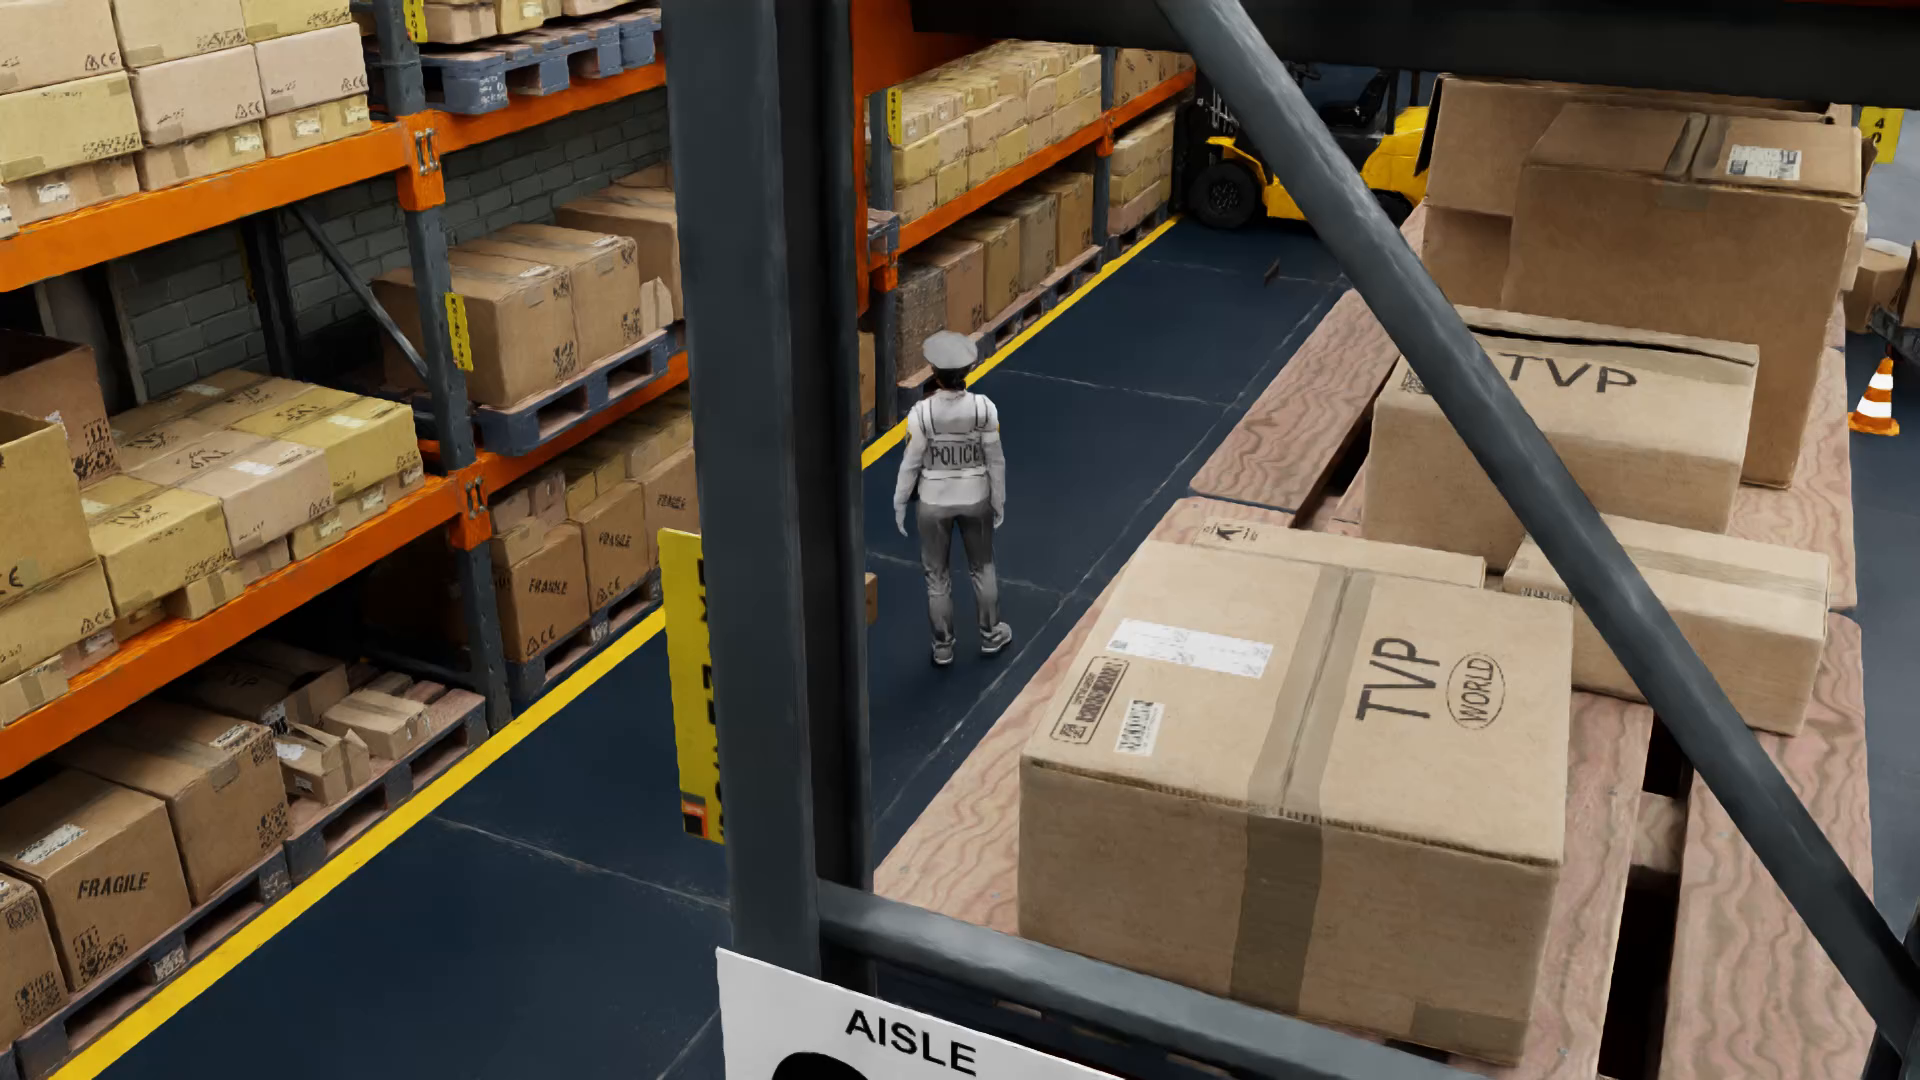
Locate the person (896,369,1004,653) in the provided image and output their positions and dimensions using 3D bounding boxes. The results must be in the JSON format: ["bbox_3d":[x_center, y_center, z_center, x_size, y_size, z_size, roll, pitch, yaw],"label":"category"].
[{"bbox_3d":[3.890,-0.929,8.879,8.731,2.202,0.748,-6,27,-12],"label":"person"}]
